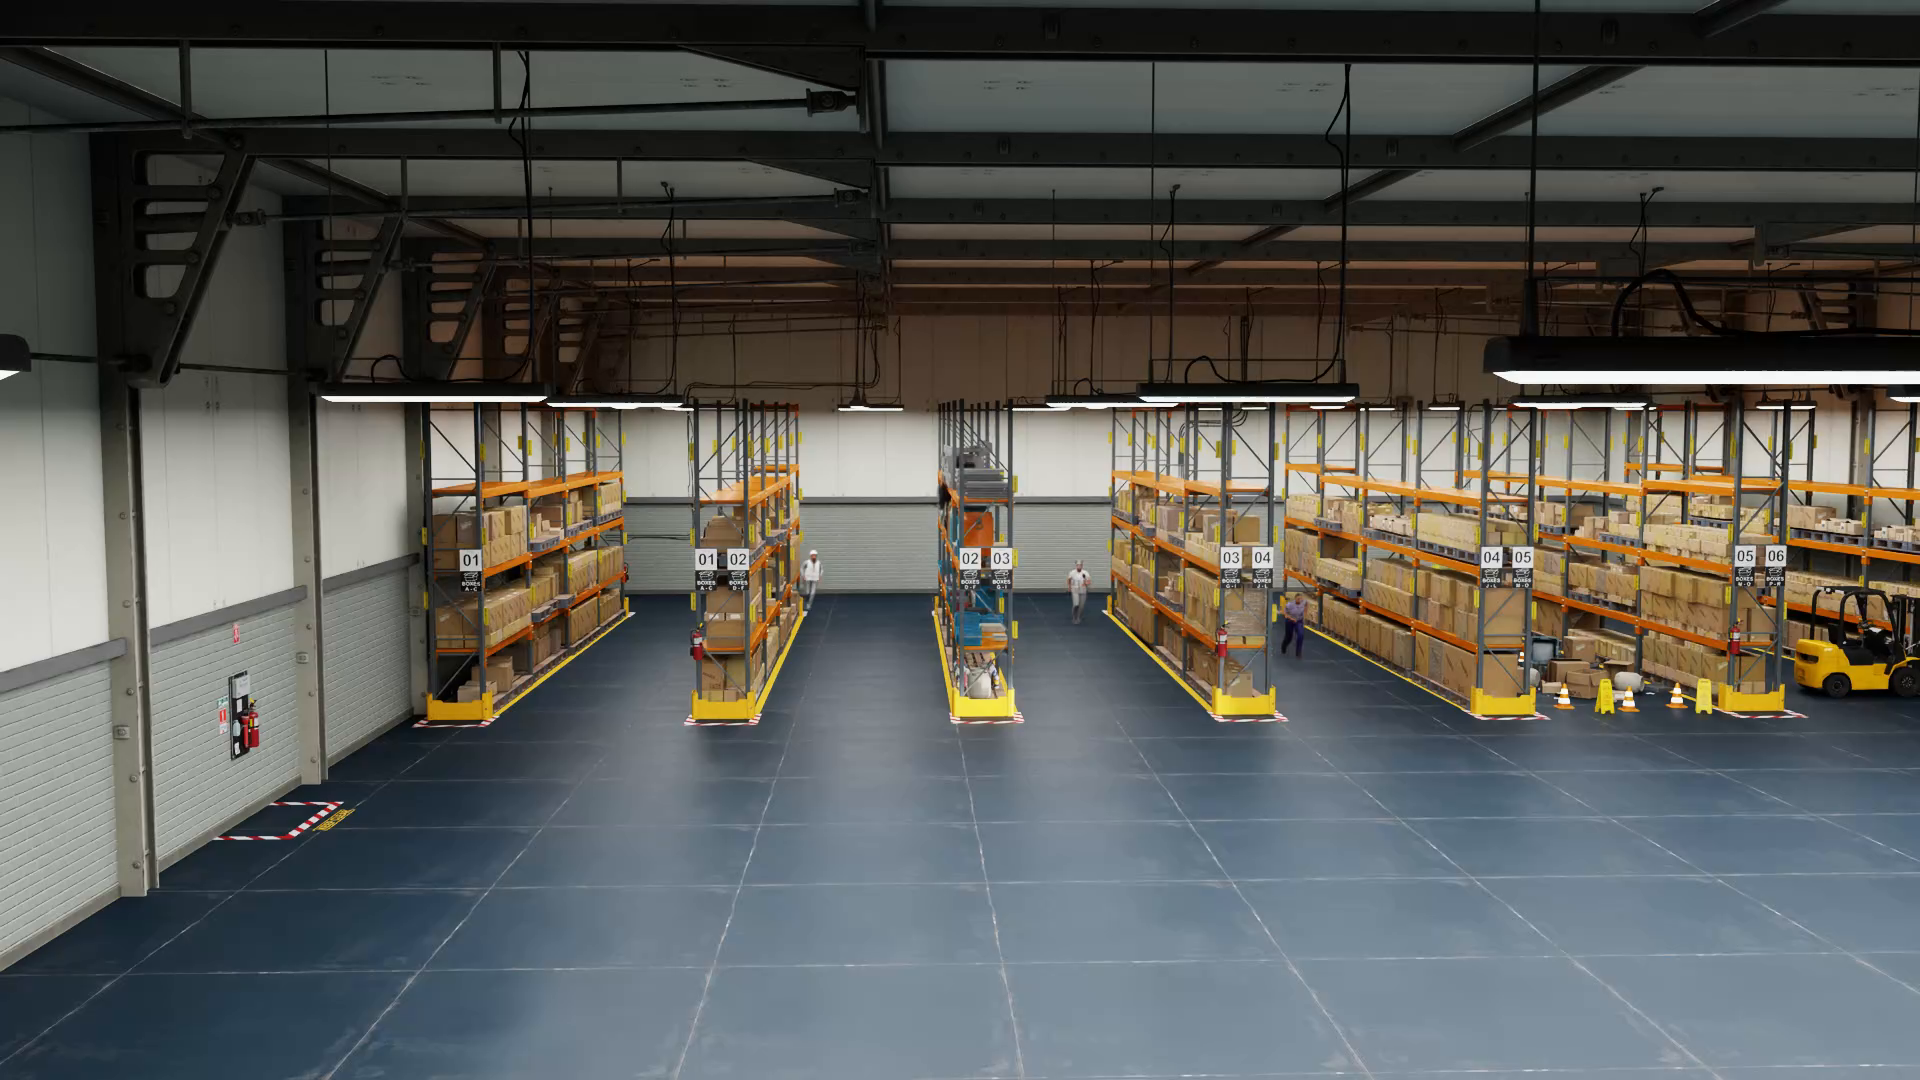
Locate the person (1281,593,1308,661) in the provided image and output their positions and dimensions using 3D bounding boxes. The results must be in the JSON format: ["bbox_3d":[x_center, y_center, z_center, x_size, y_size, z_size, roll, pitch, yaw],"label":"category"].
[{"bbox_3d":[7.809,2.013,39.000,0.651,1.598,0.970,-1,4,-14],"label":"person"}]

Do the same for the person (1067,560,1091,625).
[{"bbox_3d":[3.234,1.423,45.062,0.640,1.785,0.681,0,4,-1],"label":"person"}]

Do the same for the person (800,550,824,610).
[{"bbox_3d":[-4.346,1.164,48.804,0.710,1.729,0.545,-2,5,-20],"label":"person"}]

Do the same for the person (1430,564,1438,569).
[{"bbox_3d":[12.724,1.516,44.306,0.696,1.714,0.767,-2,5,-25],"label":"person"}]
